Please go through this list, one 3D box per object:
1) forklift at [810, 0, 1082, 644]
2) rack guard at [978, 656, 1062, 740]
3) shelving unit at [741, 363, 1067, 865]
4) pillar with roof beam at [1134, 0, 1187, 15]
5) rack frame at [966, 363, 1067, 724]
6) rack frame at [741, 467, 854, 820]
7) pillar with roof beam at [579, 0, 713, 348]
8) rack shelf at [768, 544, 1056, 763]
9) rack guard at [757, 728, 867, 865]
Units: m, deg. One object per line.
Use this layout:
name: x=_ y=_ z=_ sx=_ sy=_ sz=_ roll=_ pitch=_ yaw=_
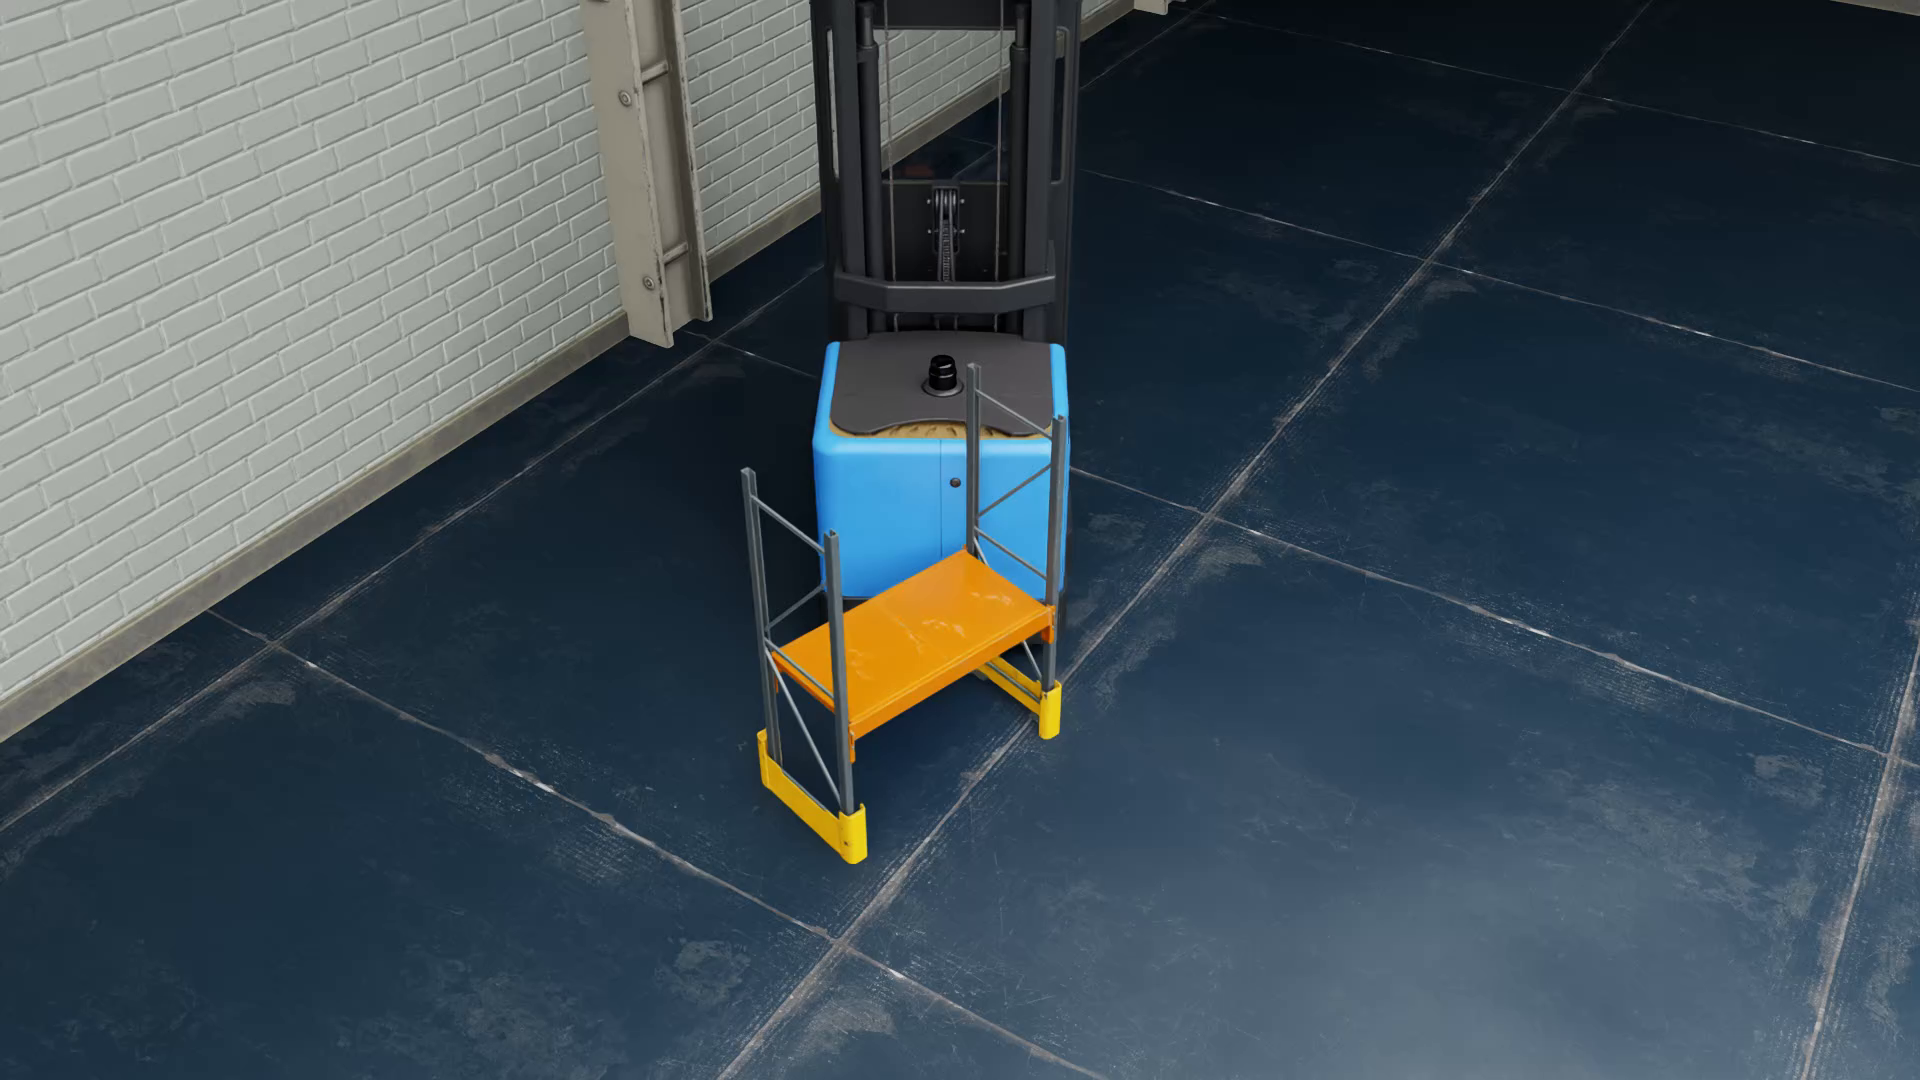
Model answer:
forklift: x=-0.052 y=-1.589 z=7.411 sx=1.130 sy=2.935 sz=3.031 roll=1 pitch=38 yaw=1
rack guard: x=0.186 y=0.561 z=6.817 sx=0.087 sy=0.250 sz=0.587 roll=-28 pitch=46 yaw=-31
shelving unit: x=-0.188 y=0.267 z=6.175 sx=1.083 sy=1.500 sz=0.587 roll=-28 pitch=46 yaw=-31
pillar with roof beam: x=5.225 y=-6.450 z=8.747 sx=9.100 sy=9.000 sz=0.400 roll=21 pitch=42 yaw=25
rack frame: x=0.201 y=0.058 z=6.446 sx=0.032 sy=1.500 sz=0.500 roll=-28 pitch=46 yaw=-31
rack frame: x=-0.563 y=0.468 z=5.915 sx=0.032 sy=1.500 sz=0.500 roll=-28 pitch=46 yaw=-31
pillar with roof beam: x=2.011 y=-3.357 z=4.735 sx=9.100 sy=9.000 sz=0.400 roll=21 pitch=42 yaw=25
rack shelf: x=-0.181 y=0.406 z=6.290 sx=1.000 sy=0.185 sz=0.538 roll=-28 pitch=46 yaw=-31
rack guard: x=-0.562 y=0.962 z=6.297 sx=0.087 sy=0.250 sz=0.587 roll=-28 pitch=46 yaw=-31
